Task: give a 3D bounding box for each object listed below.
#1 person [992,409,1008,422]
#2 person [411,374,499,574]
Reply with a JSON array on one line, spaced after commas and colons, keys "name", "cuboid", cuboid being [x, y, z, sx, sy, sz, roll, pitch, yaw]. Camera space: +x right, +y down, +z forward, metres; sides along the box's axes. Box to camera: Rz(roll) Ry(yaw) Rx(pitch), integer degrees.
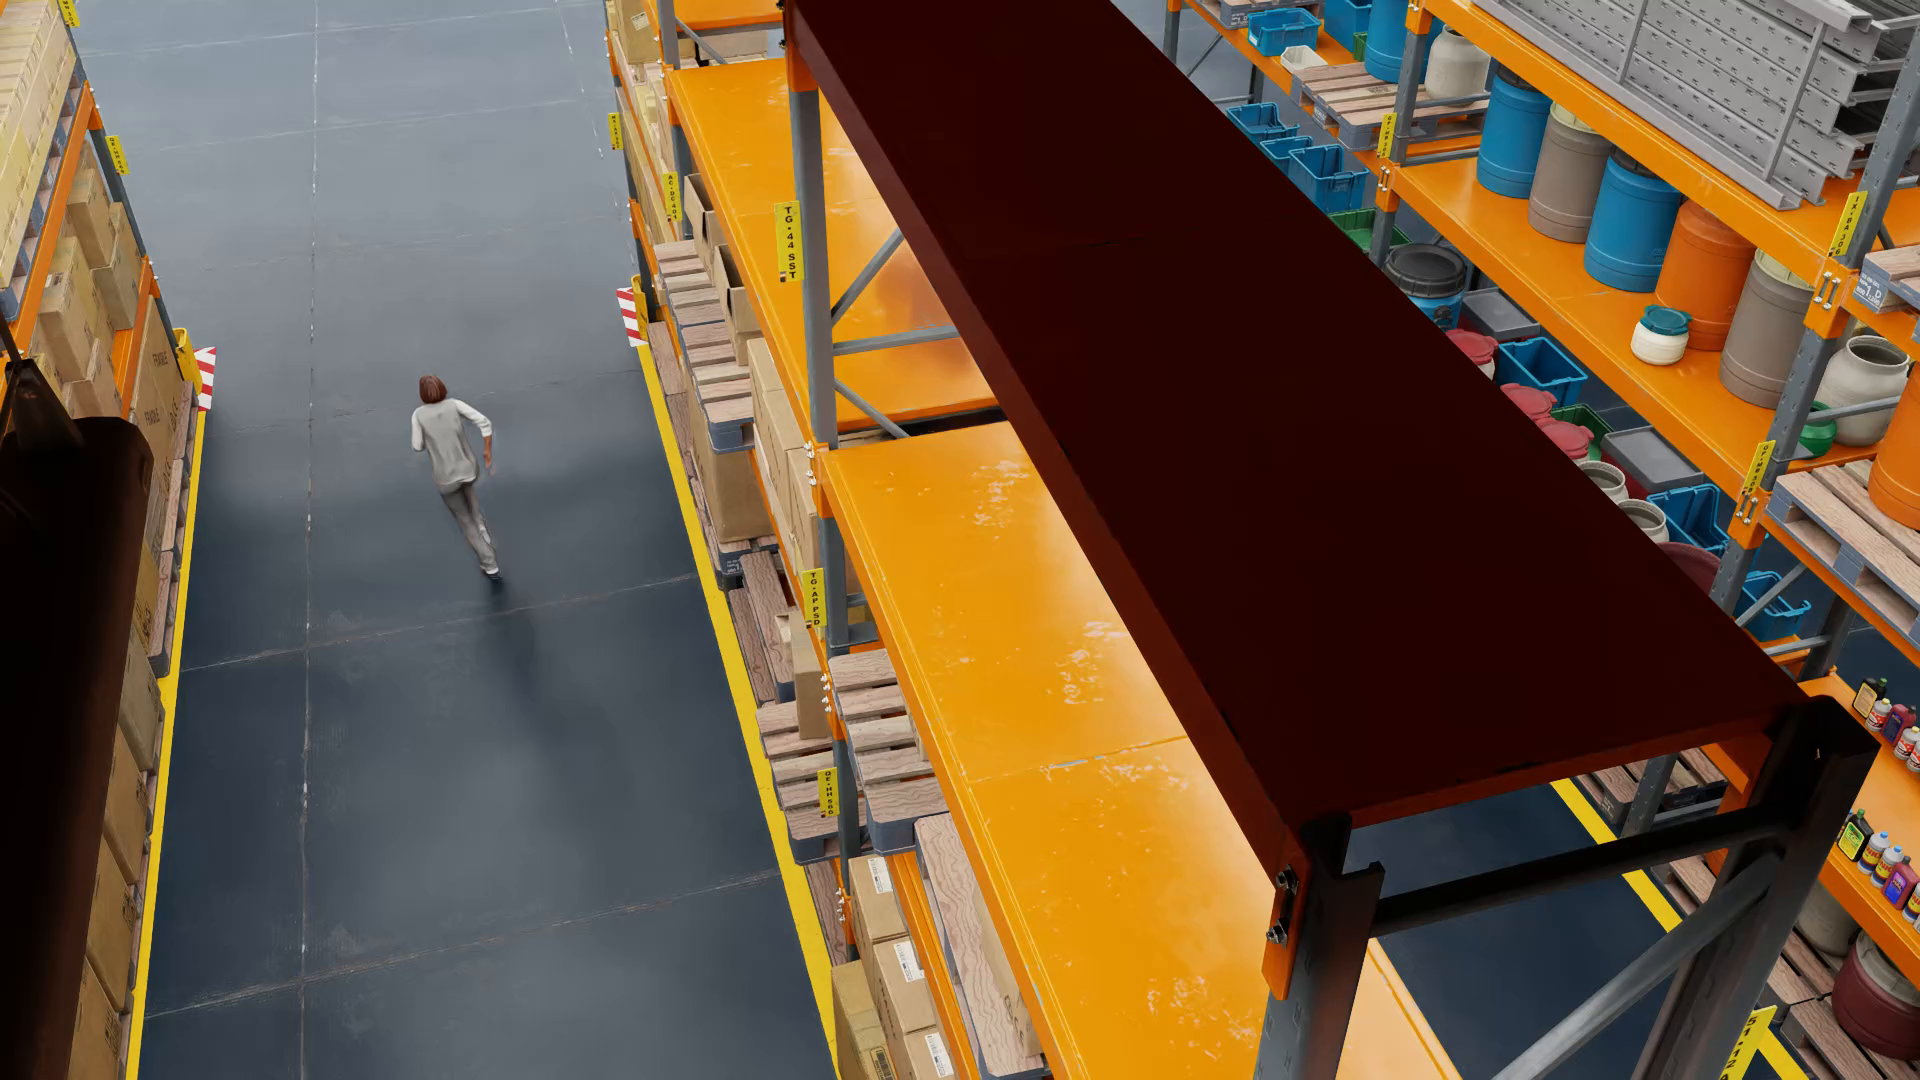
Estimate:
[{"name": "person", "cuboid": [0.343, -1.469, 13.348, 0.614, 1.645, 0.542, -22, 44, -26]}, {"name": "person", "cuboid": [-3.684, -0.503, 12.213, 0.524, 1.524, 0.788, -23, 44, -27]}]
